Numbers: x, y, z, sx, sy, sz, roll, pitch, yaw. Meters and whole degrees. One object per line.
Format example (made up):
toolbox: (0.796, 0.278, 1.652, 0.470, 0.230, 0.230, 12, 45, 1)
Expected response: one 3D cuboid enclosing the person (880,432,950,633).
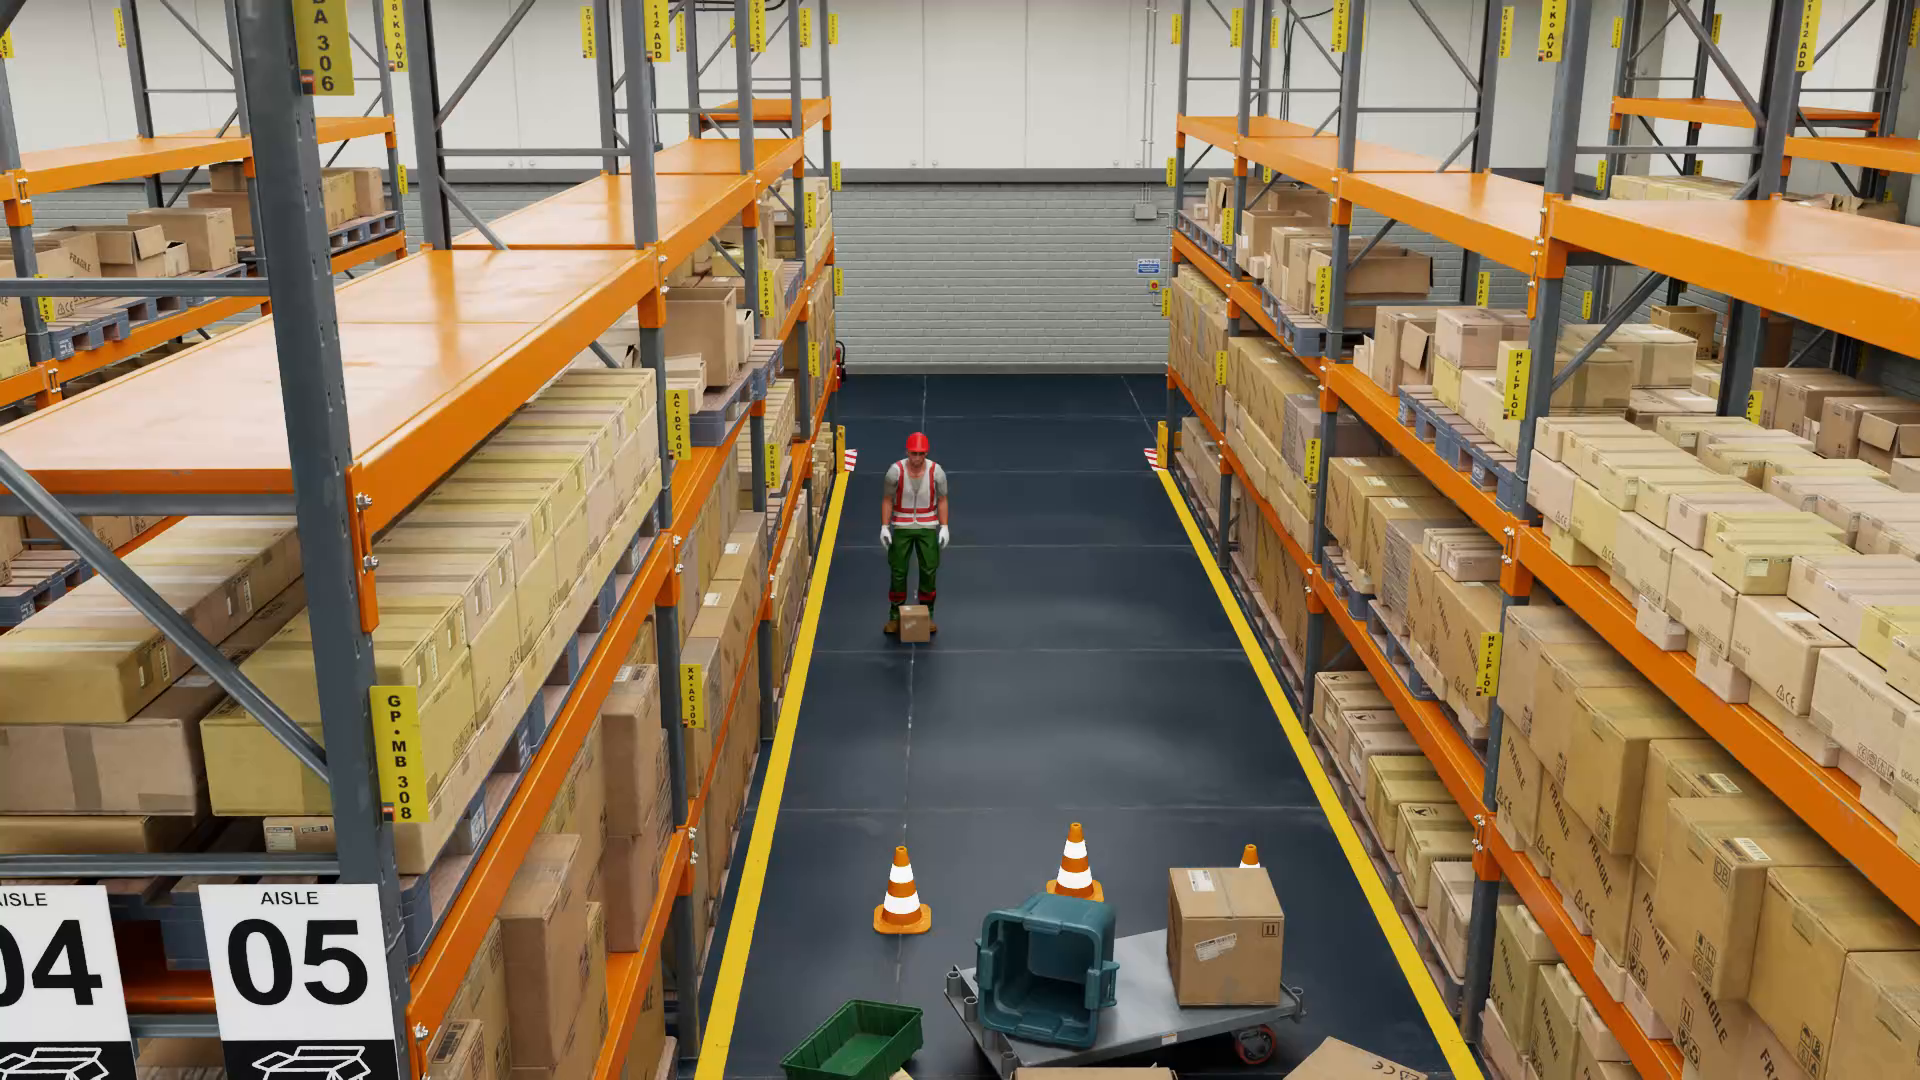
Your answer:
person: (-0.390, -0.073, 14.352, 0.608, 1.777, 0.453, -1, 17, -3)
